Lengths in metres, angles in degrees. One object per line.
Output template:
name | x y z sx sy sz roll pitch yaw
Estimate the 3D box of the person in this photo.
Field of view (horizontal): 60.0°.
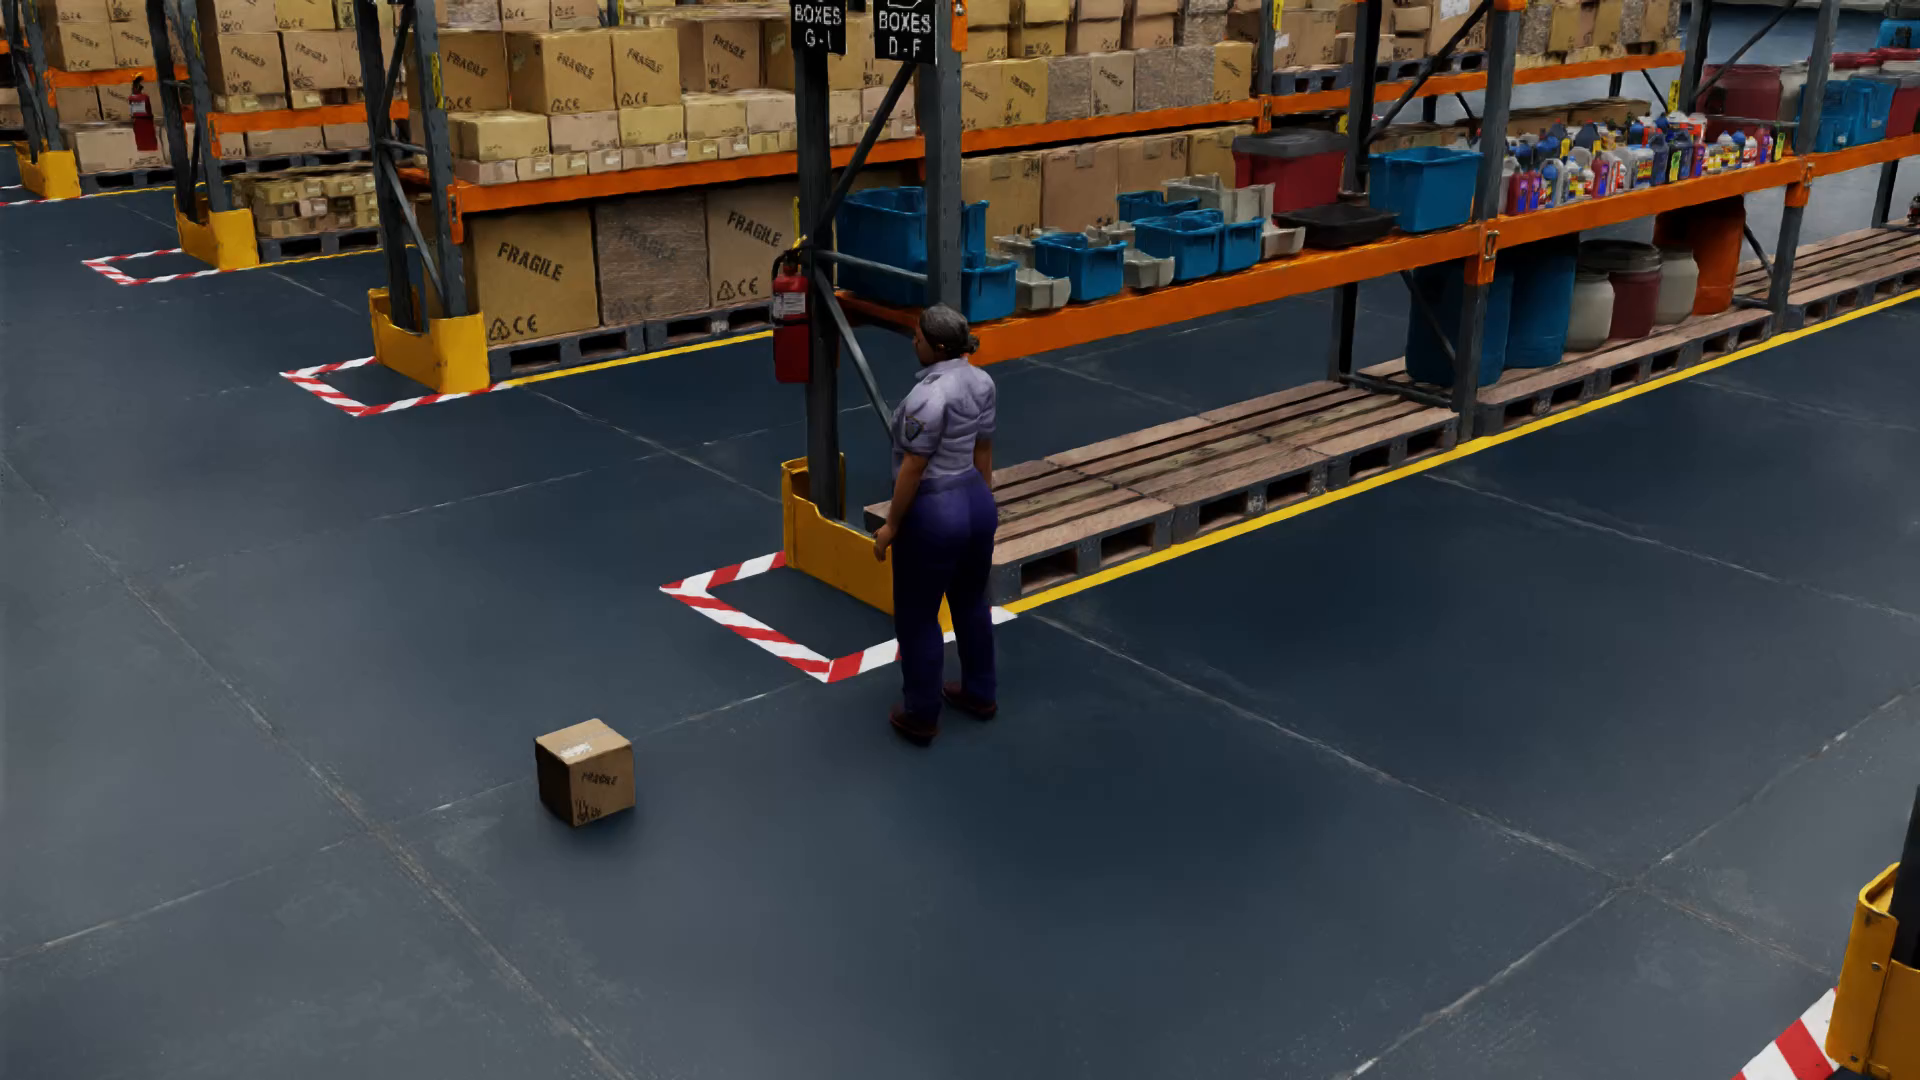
person | -0.070 -0.064 6.212 0.372 1.658 0.530 15 25 33
